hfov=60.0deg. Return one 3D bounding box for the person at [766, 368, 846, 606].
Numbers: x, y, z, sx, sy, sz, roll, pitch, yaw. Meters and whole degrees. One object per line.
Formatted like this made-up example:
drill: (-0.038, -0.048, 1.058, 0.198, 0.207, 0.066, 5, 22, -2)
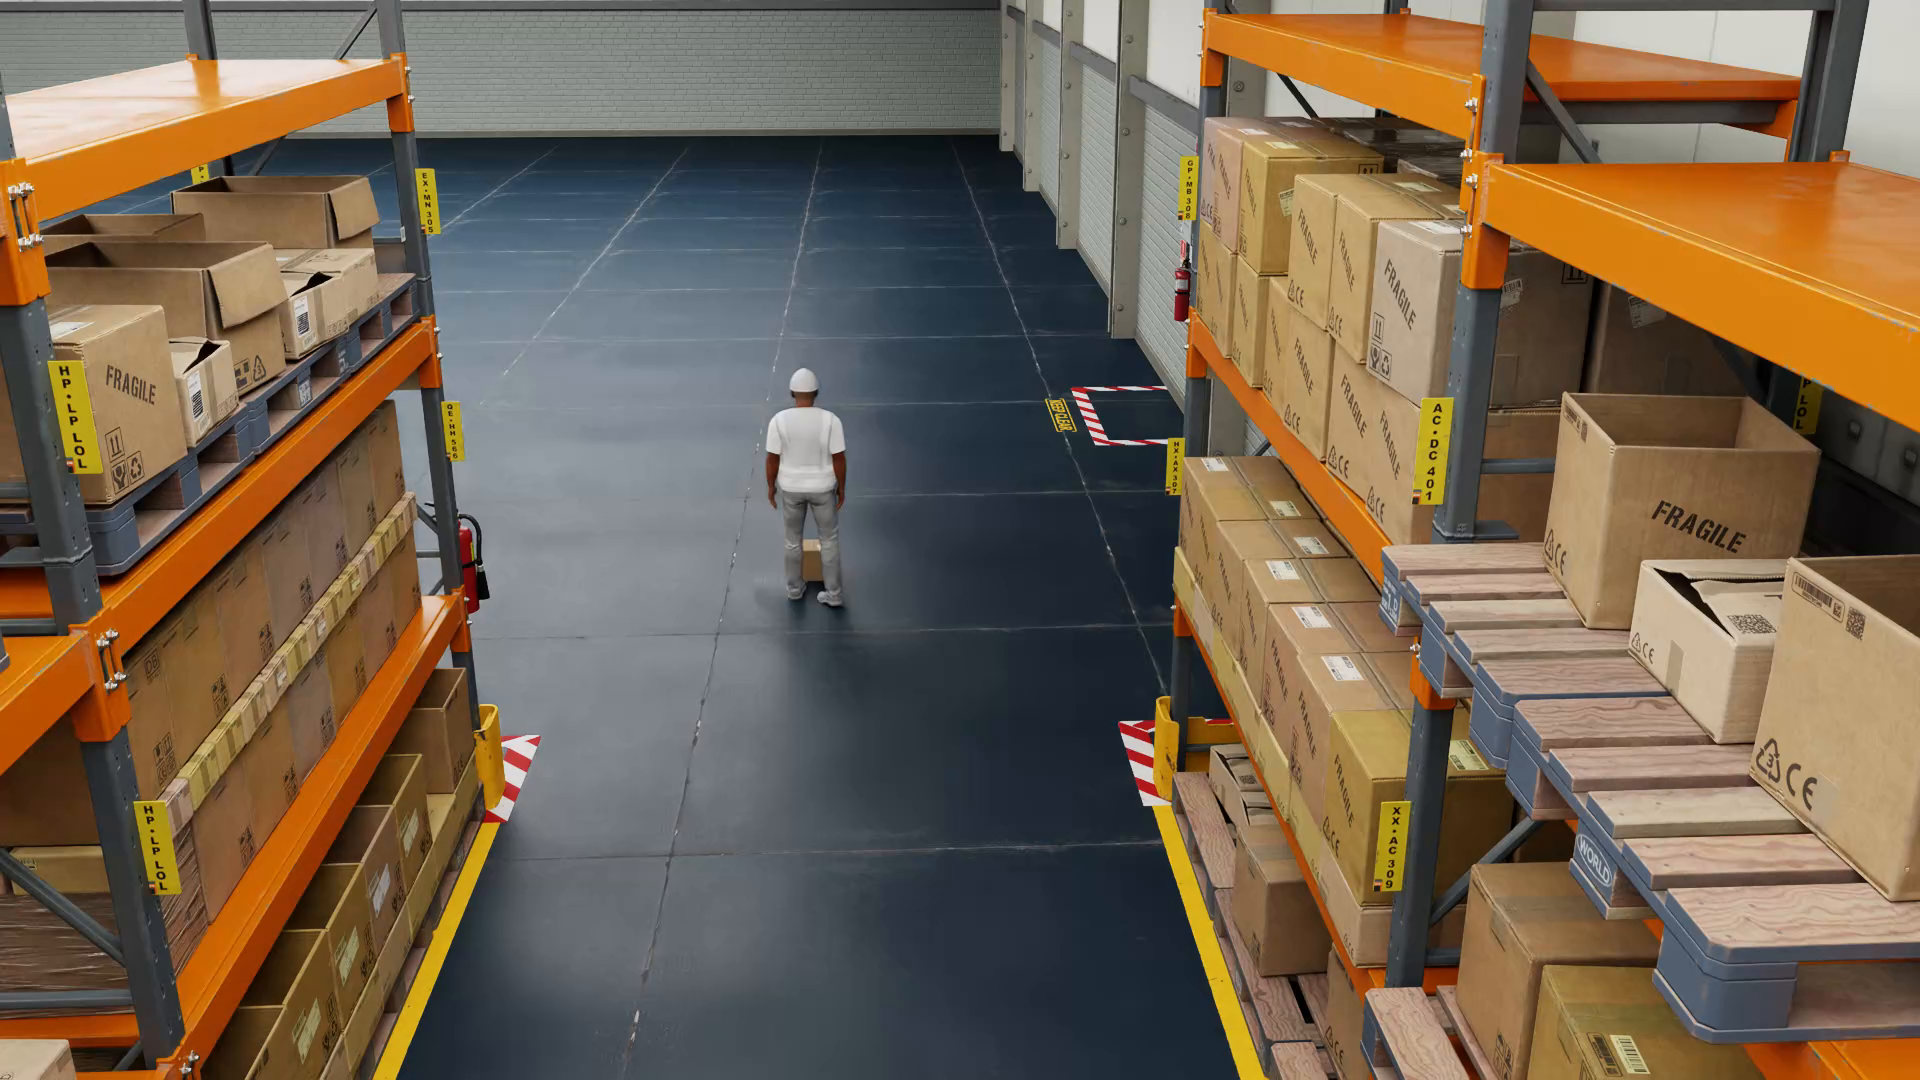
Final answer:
person: (-1.112, -0.388, 12.120, 0.577, 1.788, 0.489, -1, 20, -1)
